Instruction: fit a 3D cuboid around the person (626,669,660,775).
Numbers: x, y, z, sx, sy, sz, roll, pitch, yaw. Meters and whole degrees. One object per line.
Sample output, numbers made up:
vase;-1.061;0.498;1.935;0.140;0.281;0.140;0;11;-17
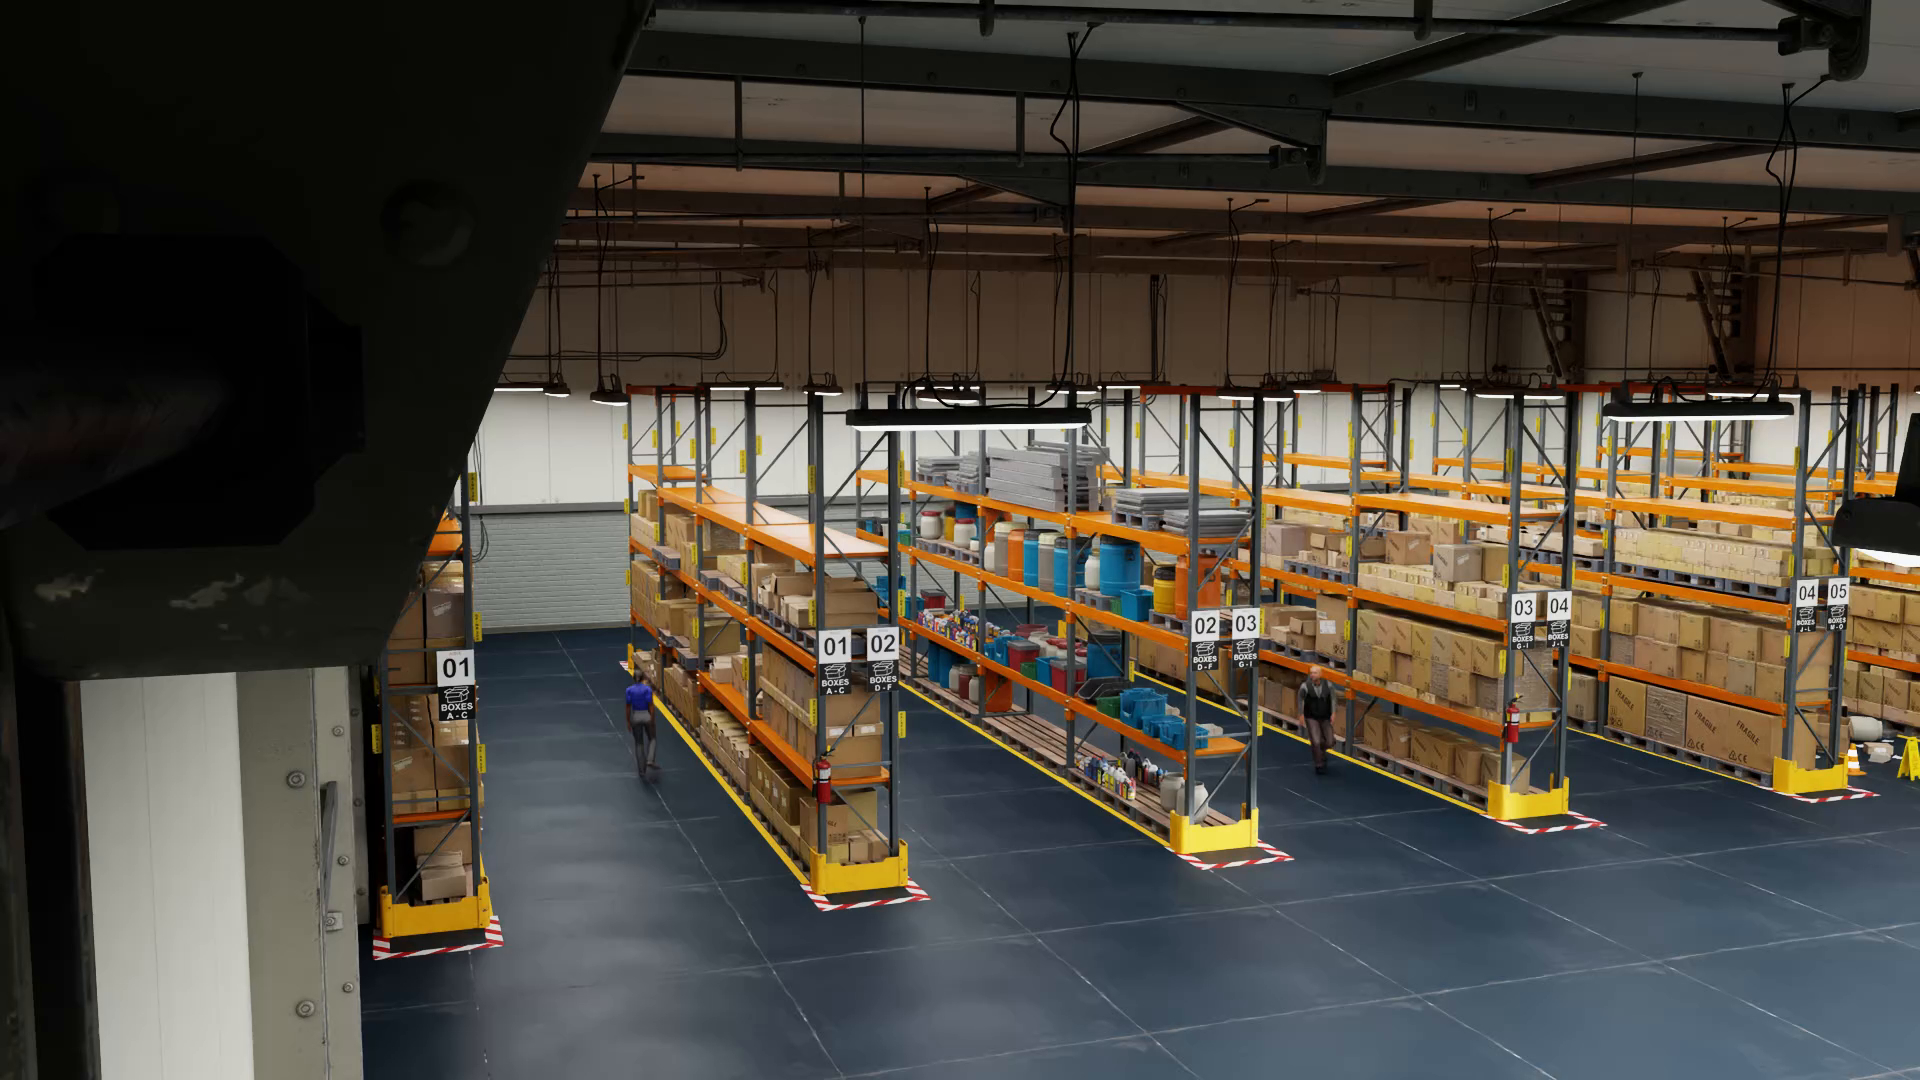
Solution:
person;-4.945;2.840;25.911;0.508;1.632;0.457;-1;6;-11

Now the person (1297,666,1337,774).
person;5.614;2.800;26.167;0.595;1.692;0.630;0;6;-3
